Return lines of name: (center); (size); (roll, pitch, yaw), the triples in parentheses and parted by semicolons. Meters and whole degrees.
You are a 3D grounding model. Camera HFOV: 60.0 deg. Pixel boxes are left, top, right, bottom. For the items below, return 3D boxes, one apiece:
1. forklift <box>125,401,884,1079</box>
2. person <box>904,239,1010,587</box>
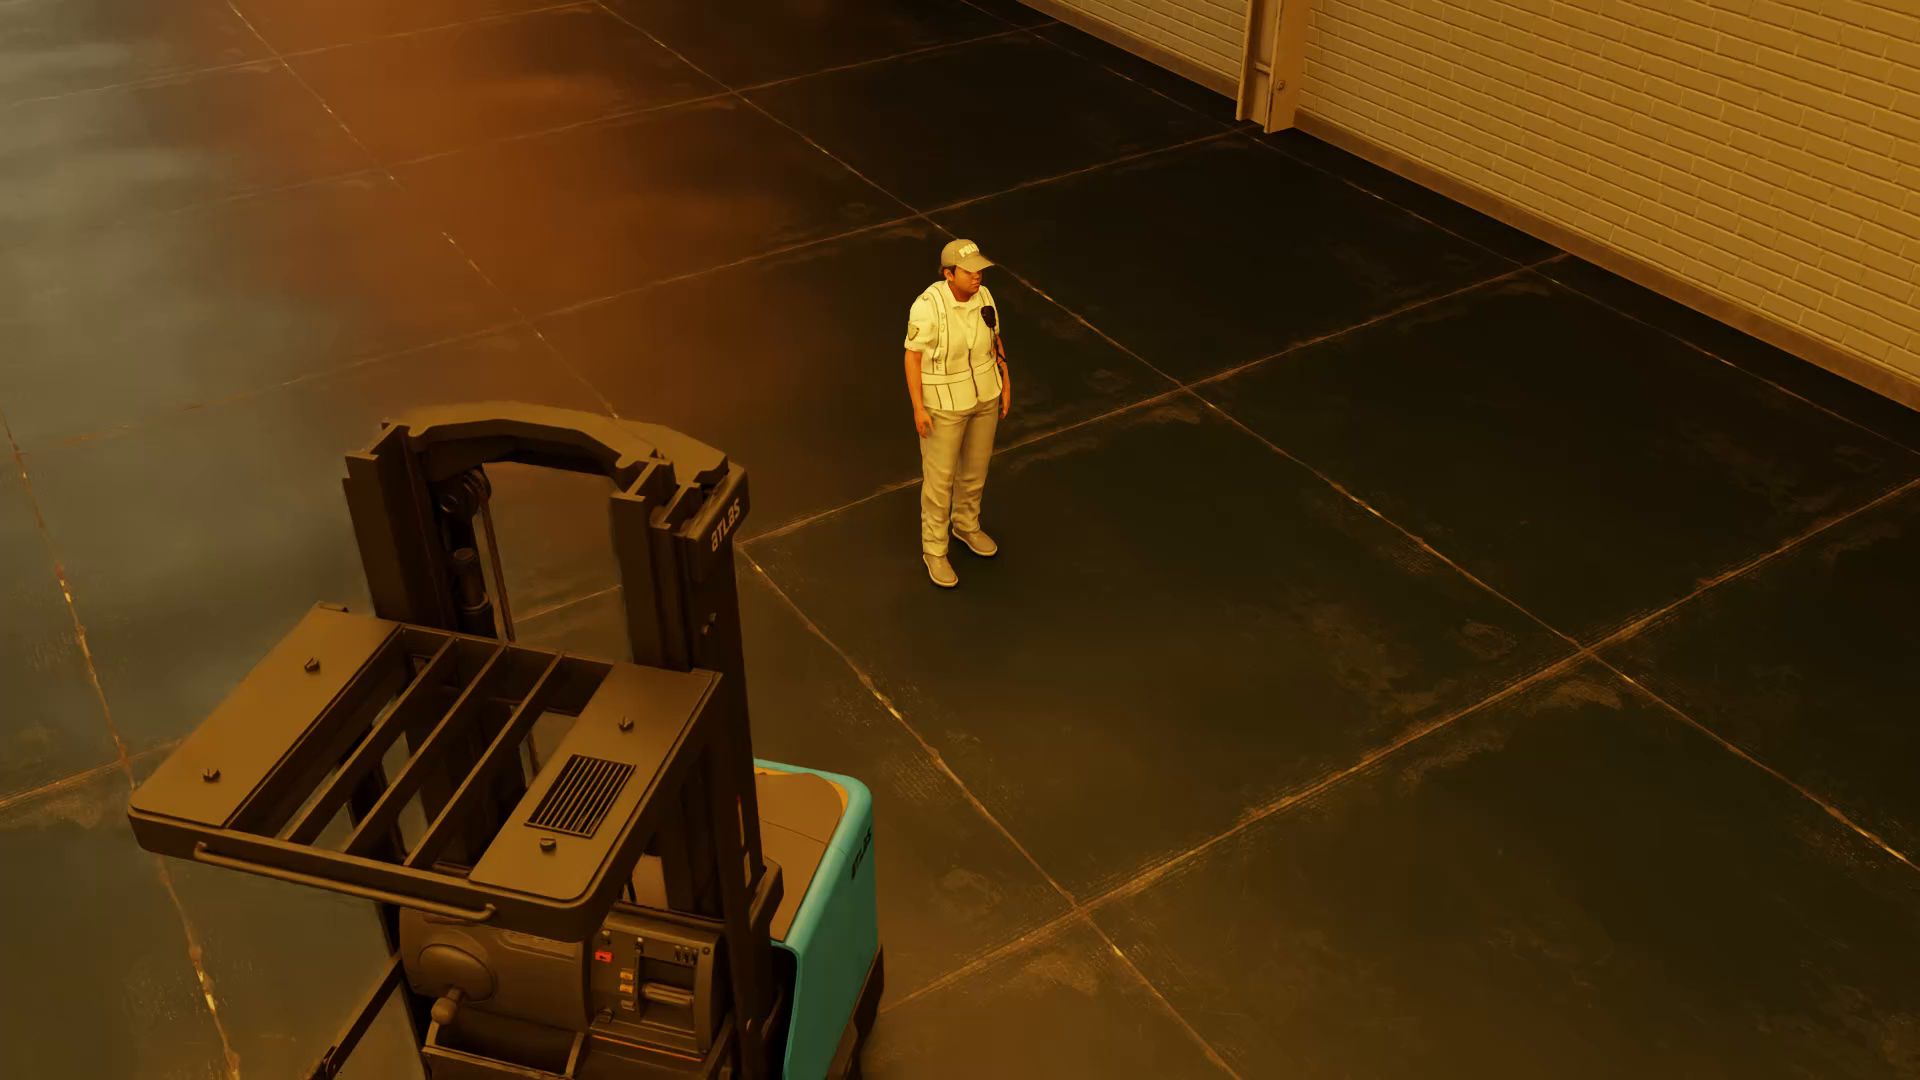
forklift: (-1.159, 1.242, 4.380); (1.130, 2.935, 3.031); (9, 36, 12)
person: (0.022, -0.643, 8.151); (0.598, 1.670, 0.529); (-21, 40, -27)
